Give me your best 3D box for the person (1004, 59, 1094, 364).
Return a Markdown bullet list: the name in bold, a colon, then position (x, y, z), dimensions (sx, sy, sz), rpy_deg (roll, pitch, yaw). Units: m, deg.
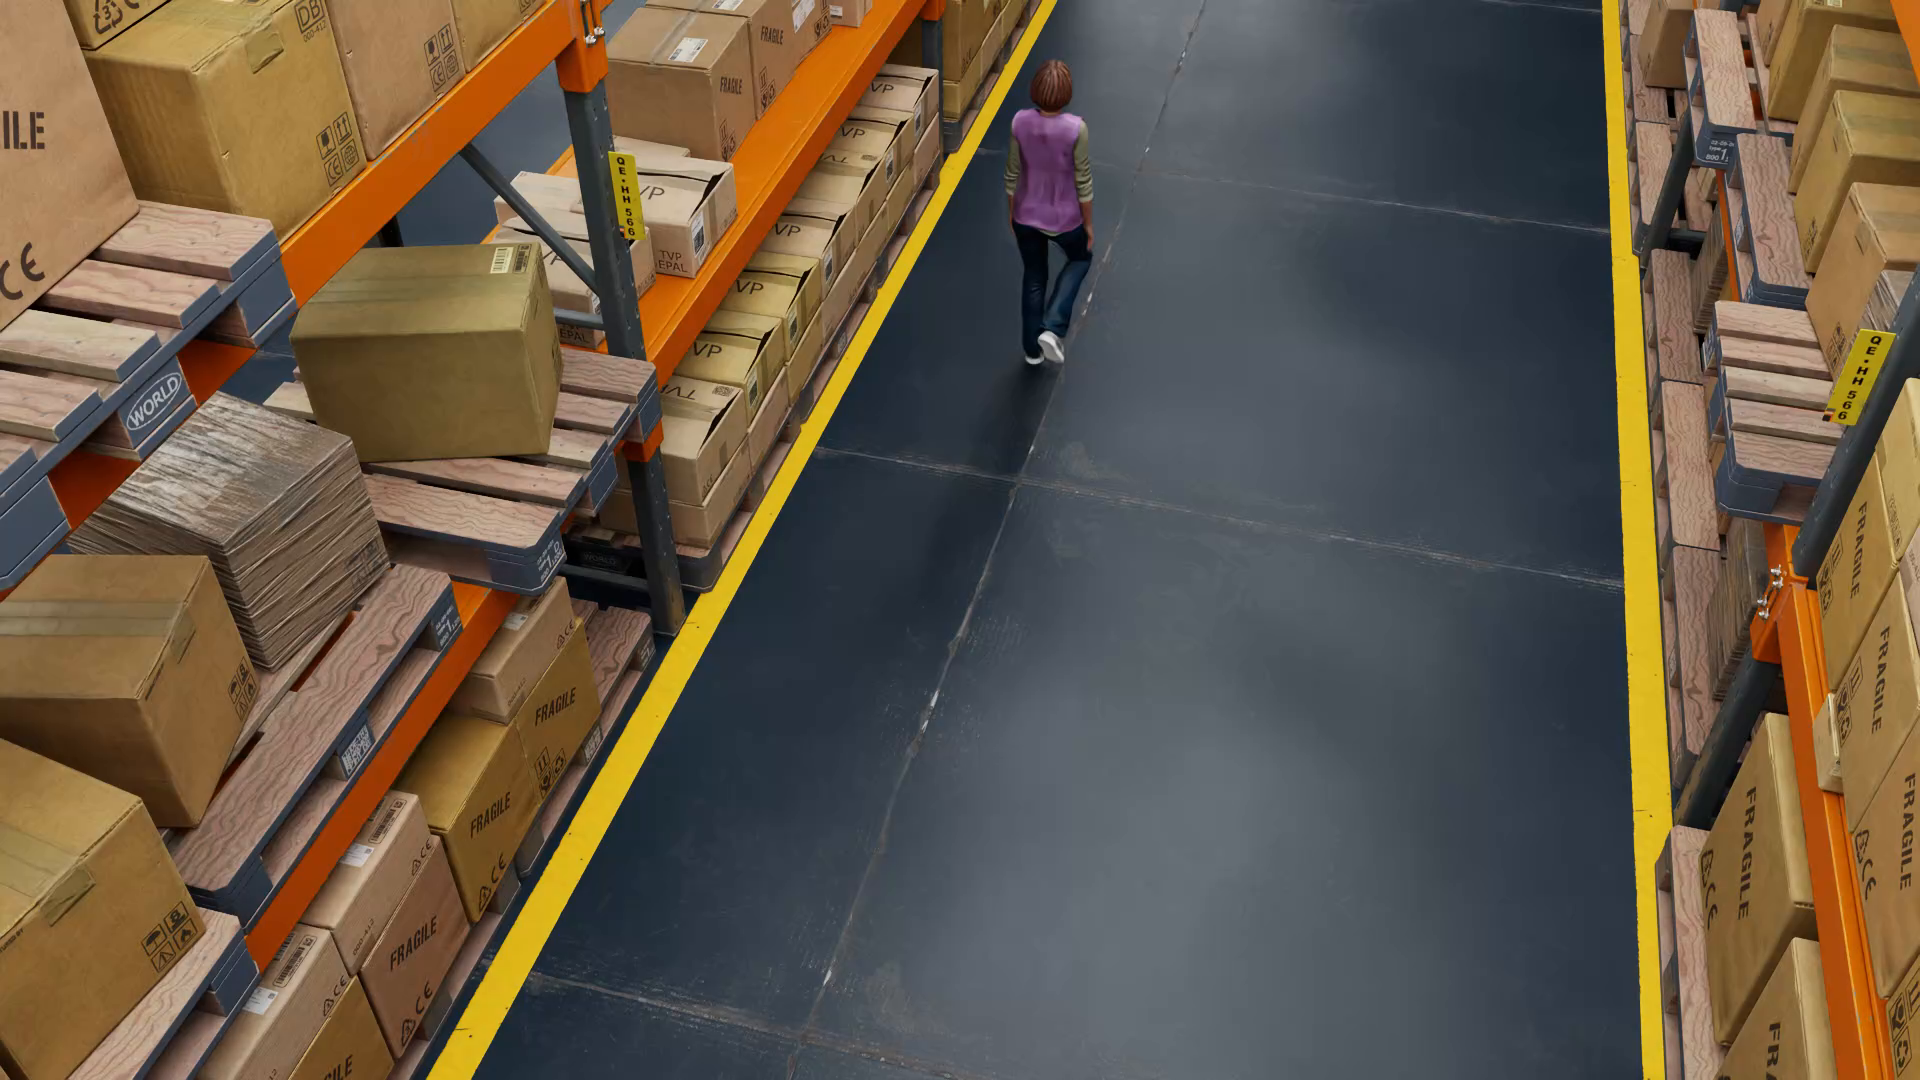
- **person**: position (0.426, -1.524, 7.841), dimensions (0.448, 1.596, 0.435), rpy_deg (12, 43, 13)
